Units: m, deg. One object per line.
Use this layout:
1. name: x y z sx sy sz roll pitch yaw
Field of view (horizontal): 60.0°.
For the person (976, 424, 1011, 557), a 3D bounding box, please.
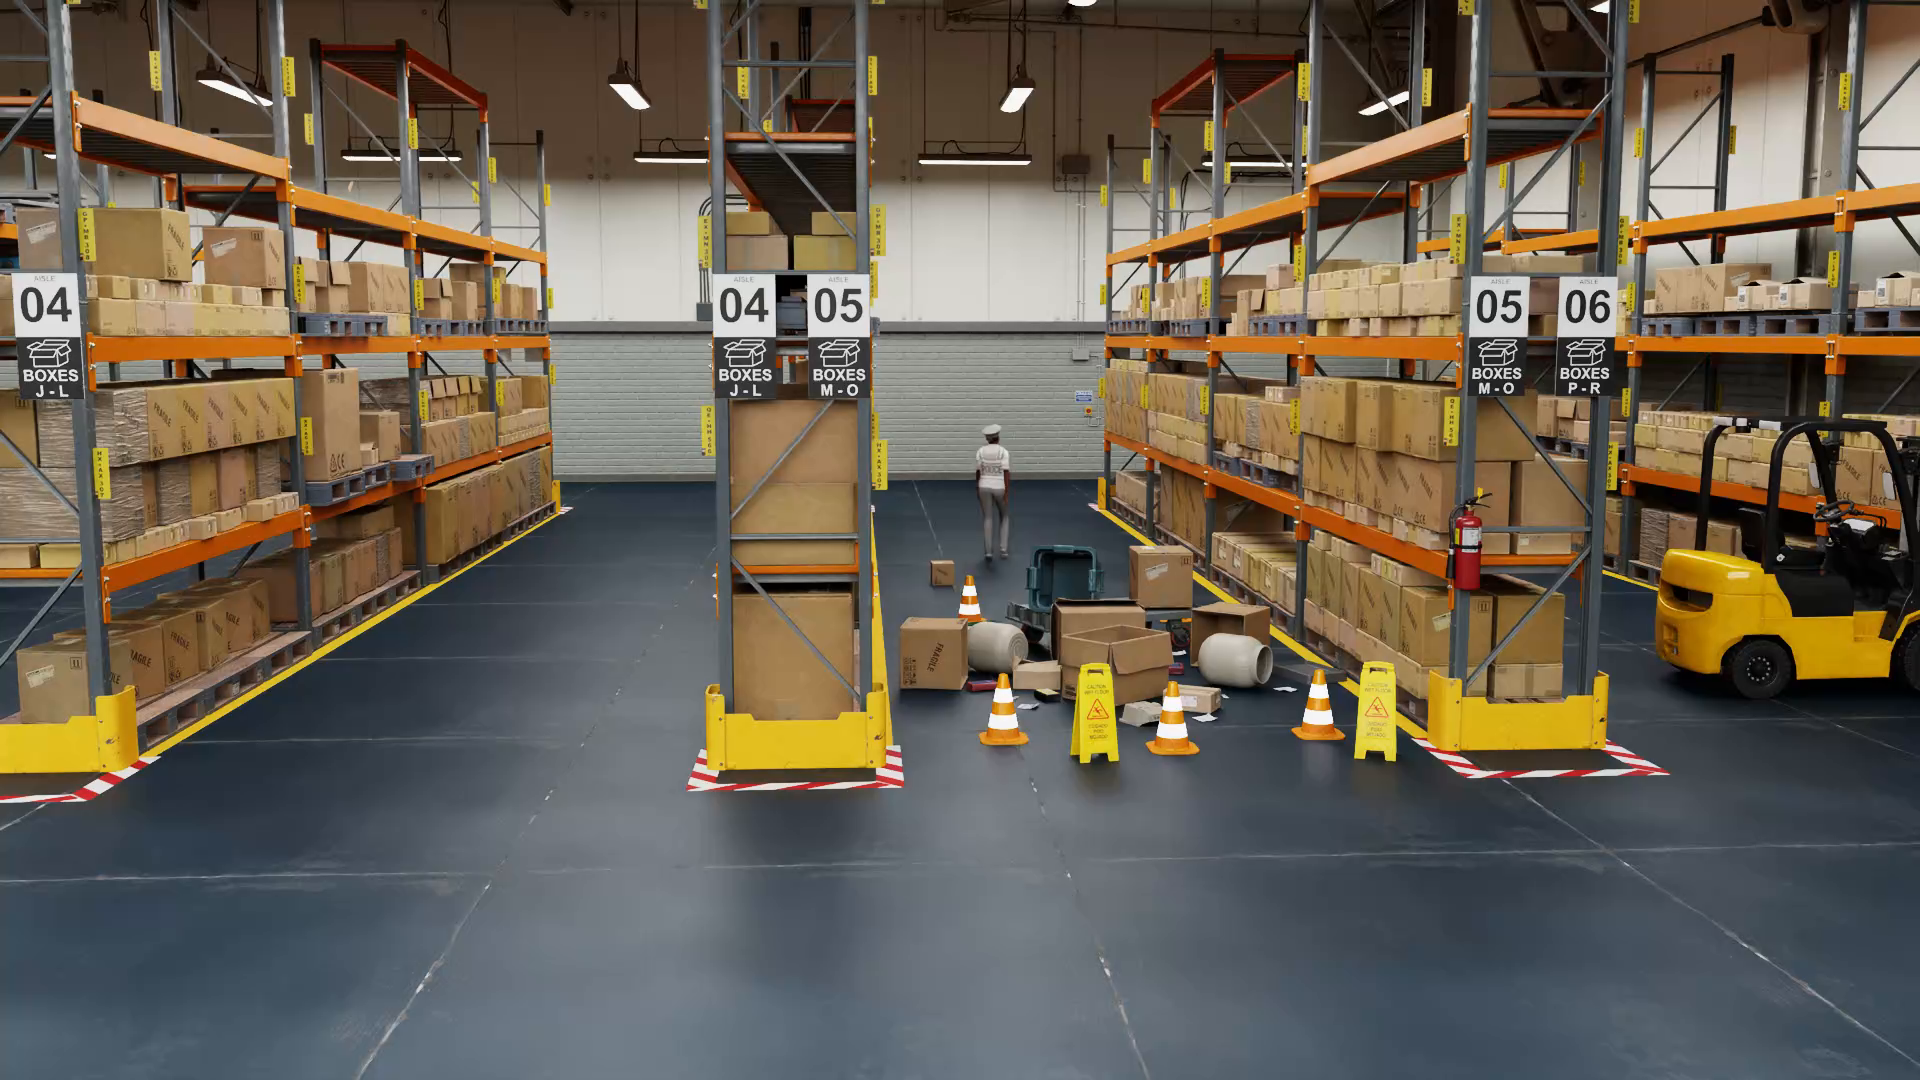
1. person: 0.425 -0.582 21.104 0.454 1.768 0.593 1 7 8
